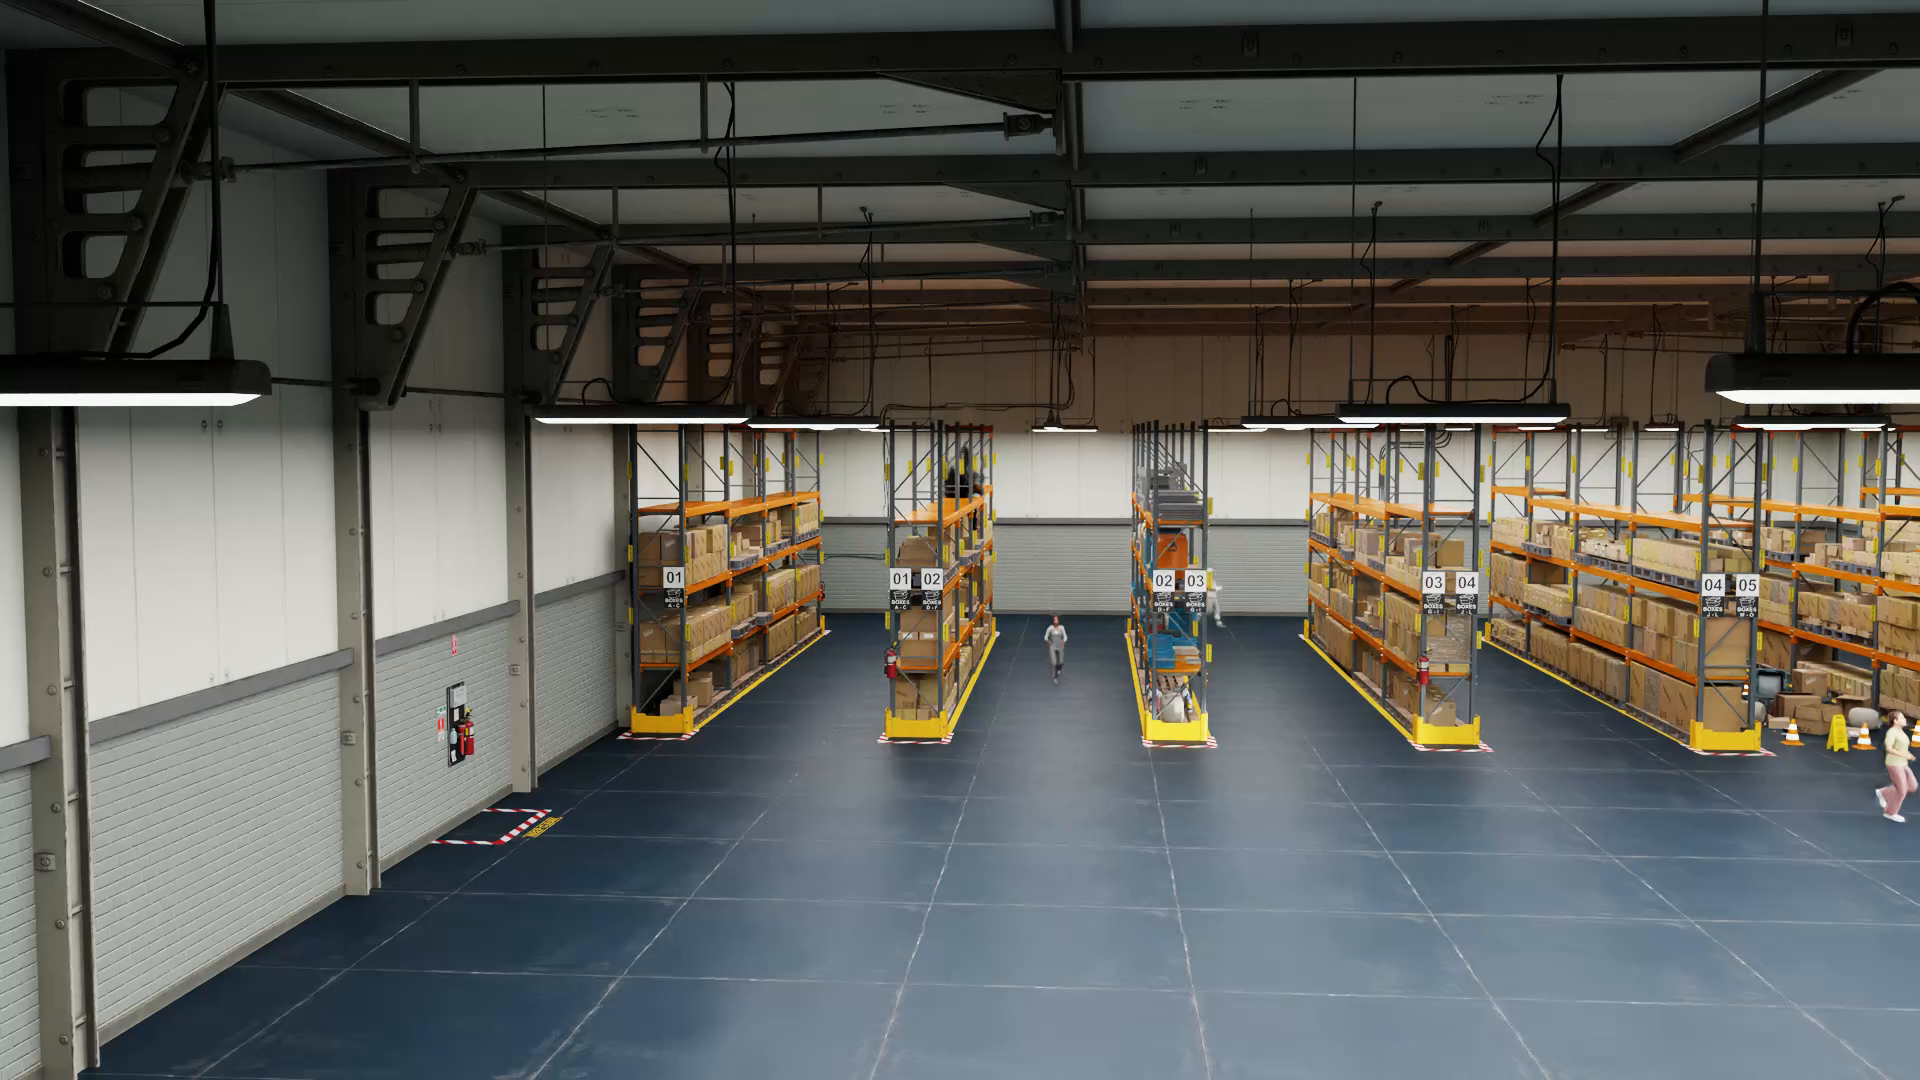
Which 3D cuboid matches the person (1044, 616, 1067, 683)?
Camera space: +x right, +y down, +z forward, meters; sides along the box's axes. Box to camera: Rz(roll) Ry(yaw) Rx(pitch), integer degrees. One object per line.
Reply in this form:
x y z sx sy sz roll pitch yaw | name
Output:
2.211 2.519 38.356 0.532 1.550 0.559 0 4 -4 | person

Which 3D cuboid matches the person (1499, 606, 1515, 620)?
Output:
15.639 1.861 47.403 0.759 1.861 0.693 0 4 3 | person

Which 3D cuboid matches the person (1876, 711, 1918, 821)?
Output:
13.908 3.351 24.703 0.561 1.624 0.617 4 5 44 | person

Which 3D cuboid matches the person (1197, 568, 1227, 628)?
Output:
7.393 1.707 49.036 0.985 1.763 0.666 1 4 17 | person
